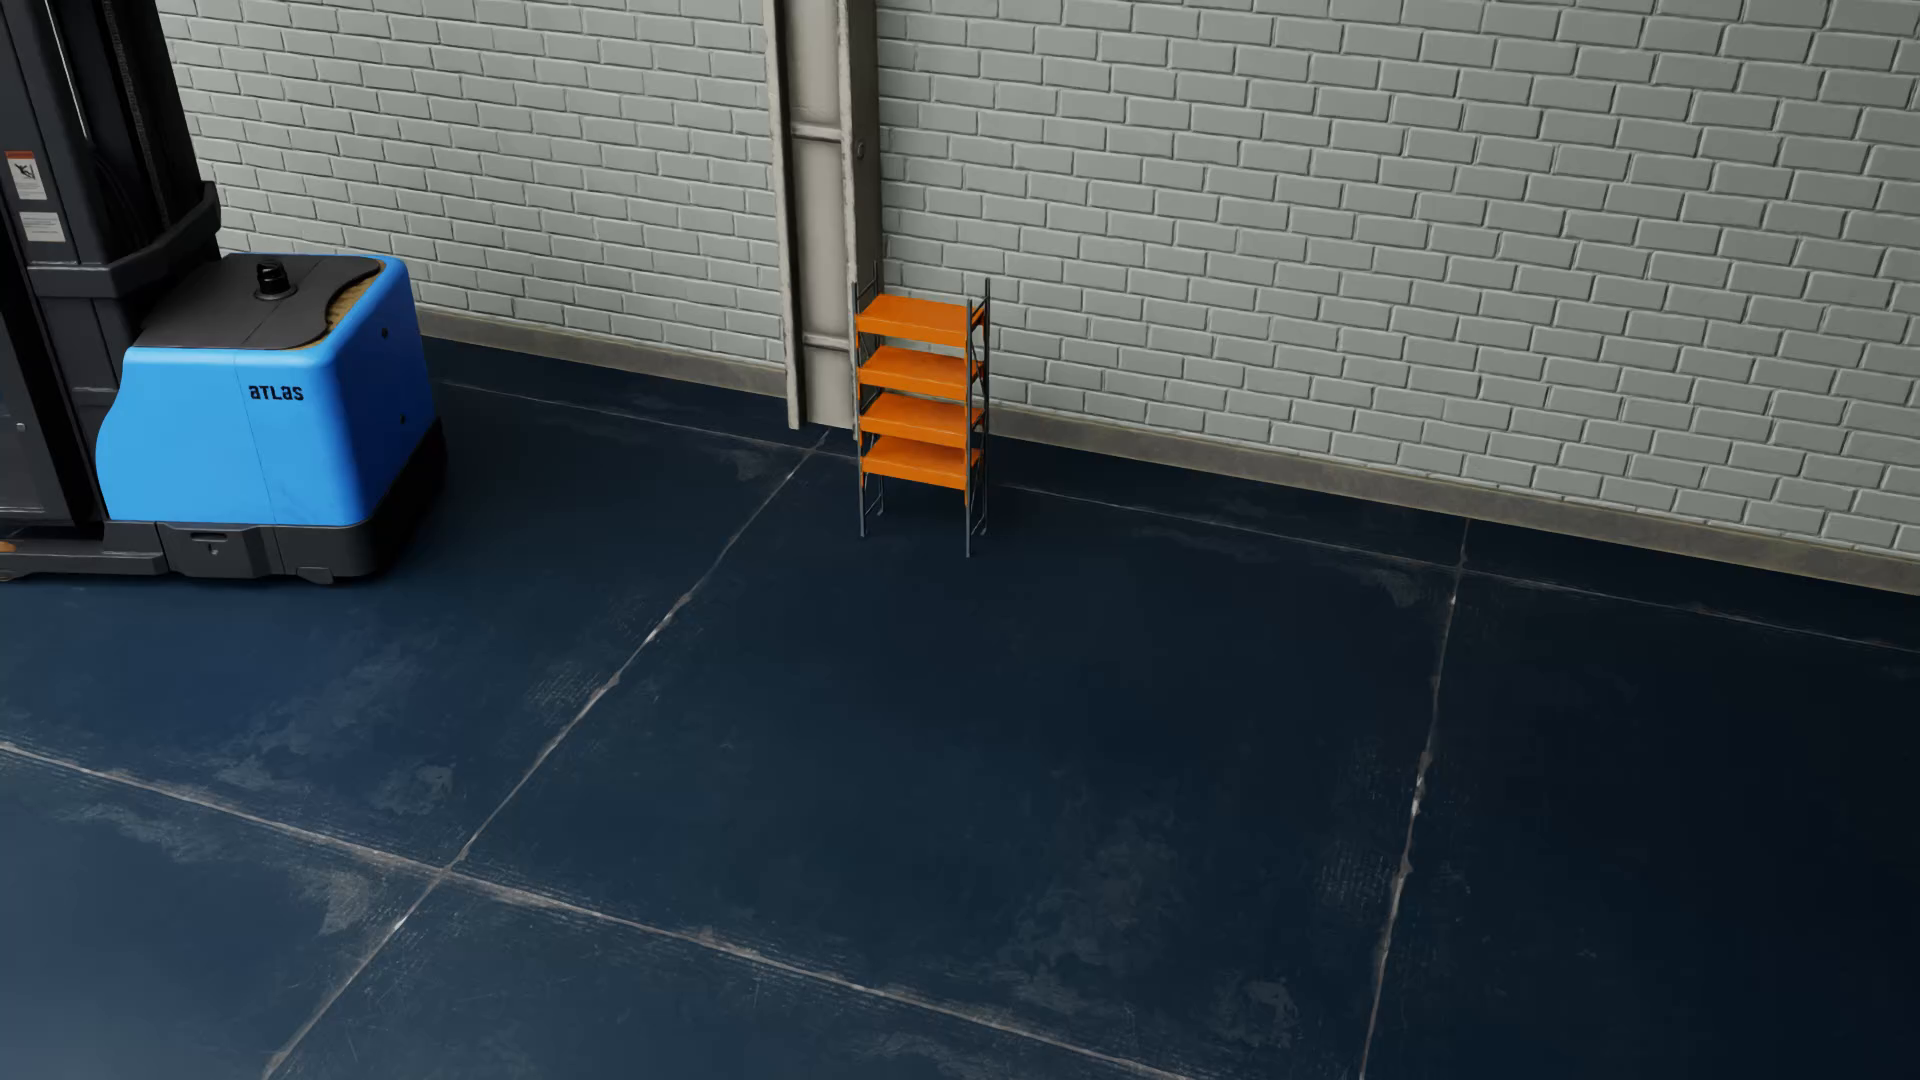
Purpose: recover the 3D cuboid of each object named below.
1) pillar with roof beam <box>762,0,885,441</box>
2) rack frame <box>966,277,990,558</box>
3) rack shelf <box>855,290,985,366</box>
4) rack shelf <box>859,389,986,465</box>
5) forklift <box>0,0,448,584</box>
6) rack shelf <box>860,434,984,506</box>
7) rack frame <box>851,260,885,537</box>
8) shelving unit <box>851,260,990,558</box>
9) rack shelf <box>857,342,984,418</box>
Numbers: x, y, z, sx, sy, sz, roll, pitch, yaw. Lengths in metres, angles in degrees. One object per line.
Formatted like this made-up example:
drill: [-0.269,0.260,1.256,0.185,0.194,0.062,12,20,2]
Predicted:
pillar with roof beam: [-2.049,-2.171,2.316,0.400,9.000,9.100,11,34,16]
rack frame: [0.074,-0.490,6.902,0.015,1.200,0.240,11,34,16]
rack shelf: [-0.156,-0.864,6.758,0.480,0.148,0.258,11,34,16]
rack shelf: [-0.156,-0.478,7.008,0.480,0.148,0.258,11,34,16]
forklift: [-3.901,-1.343,6.628,3.031,2.935,1.130,2,33,3]
rack shelf: [-0.156,-0.311,7.116,0.480,0.148,0.258,11,34,16]
rack frame: [-0.386,-0.579,7.041,0.015,1.200,0.240,11,34,16]
shelving unit: [-0.156,-0.534,6.971,0.503,1.200,0.258,11,34,16]
rack shelf: [-0.156,-0.666,6.887,0.480,0.148,0.258,11,34,16]
